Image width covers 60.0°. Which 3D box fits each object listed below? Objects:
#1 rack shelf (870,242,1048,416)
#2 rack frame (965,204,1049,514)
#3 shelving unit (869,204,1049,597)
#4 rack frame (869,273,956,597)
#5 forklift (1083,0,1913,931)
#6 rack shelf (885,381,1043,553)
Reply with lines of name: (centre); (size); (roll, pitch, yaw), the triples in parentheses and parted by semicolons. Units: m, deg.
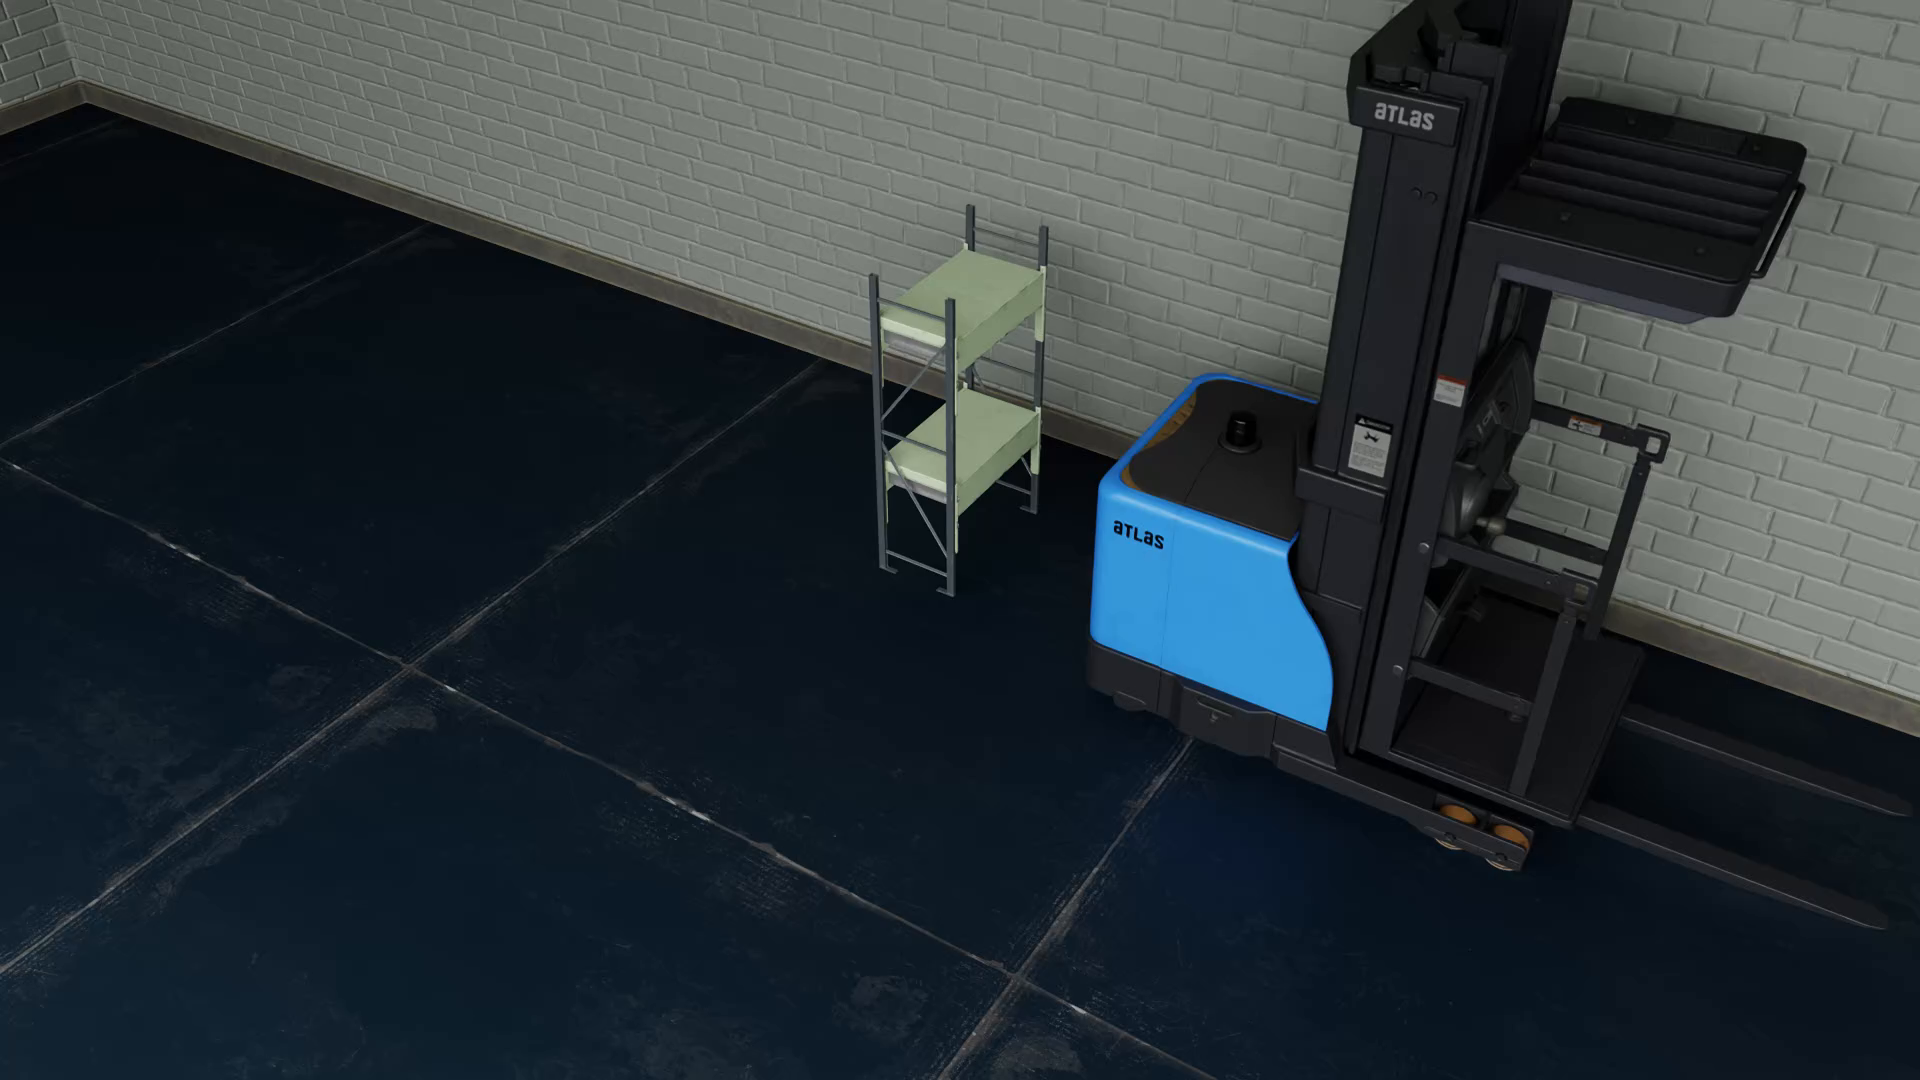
rack shelf: (0.004, -0.907, 7.058); (0.431, 0.370, 0.720); (21, 42, 25)
rack frame: (0.200, -0.786, 7.541); (0.400, 1.500, 0.023); (21, 42, 25)
shelving unit: (0.004, -0.597, 7.297); (0.431, 1.500, 0.755); (21, 42, 25)
rack frame: (-0.193, -0.409, 7.052); (0.400, 1.500, 0.023); (21, 42, 25)
forklift: (2.037, -0.311, 5.753); (3.031, 2.935, 1.130); (20, 42, 24)
rack shelf: (0.004, -0.339, 7.496); (0.431, 0.370, 0.720); (21, 42, 25)
